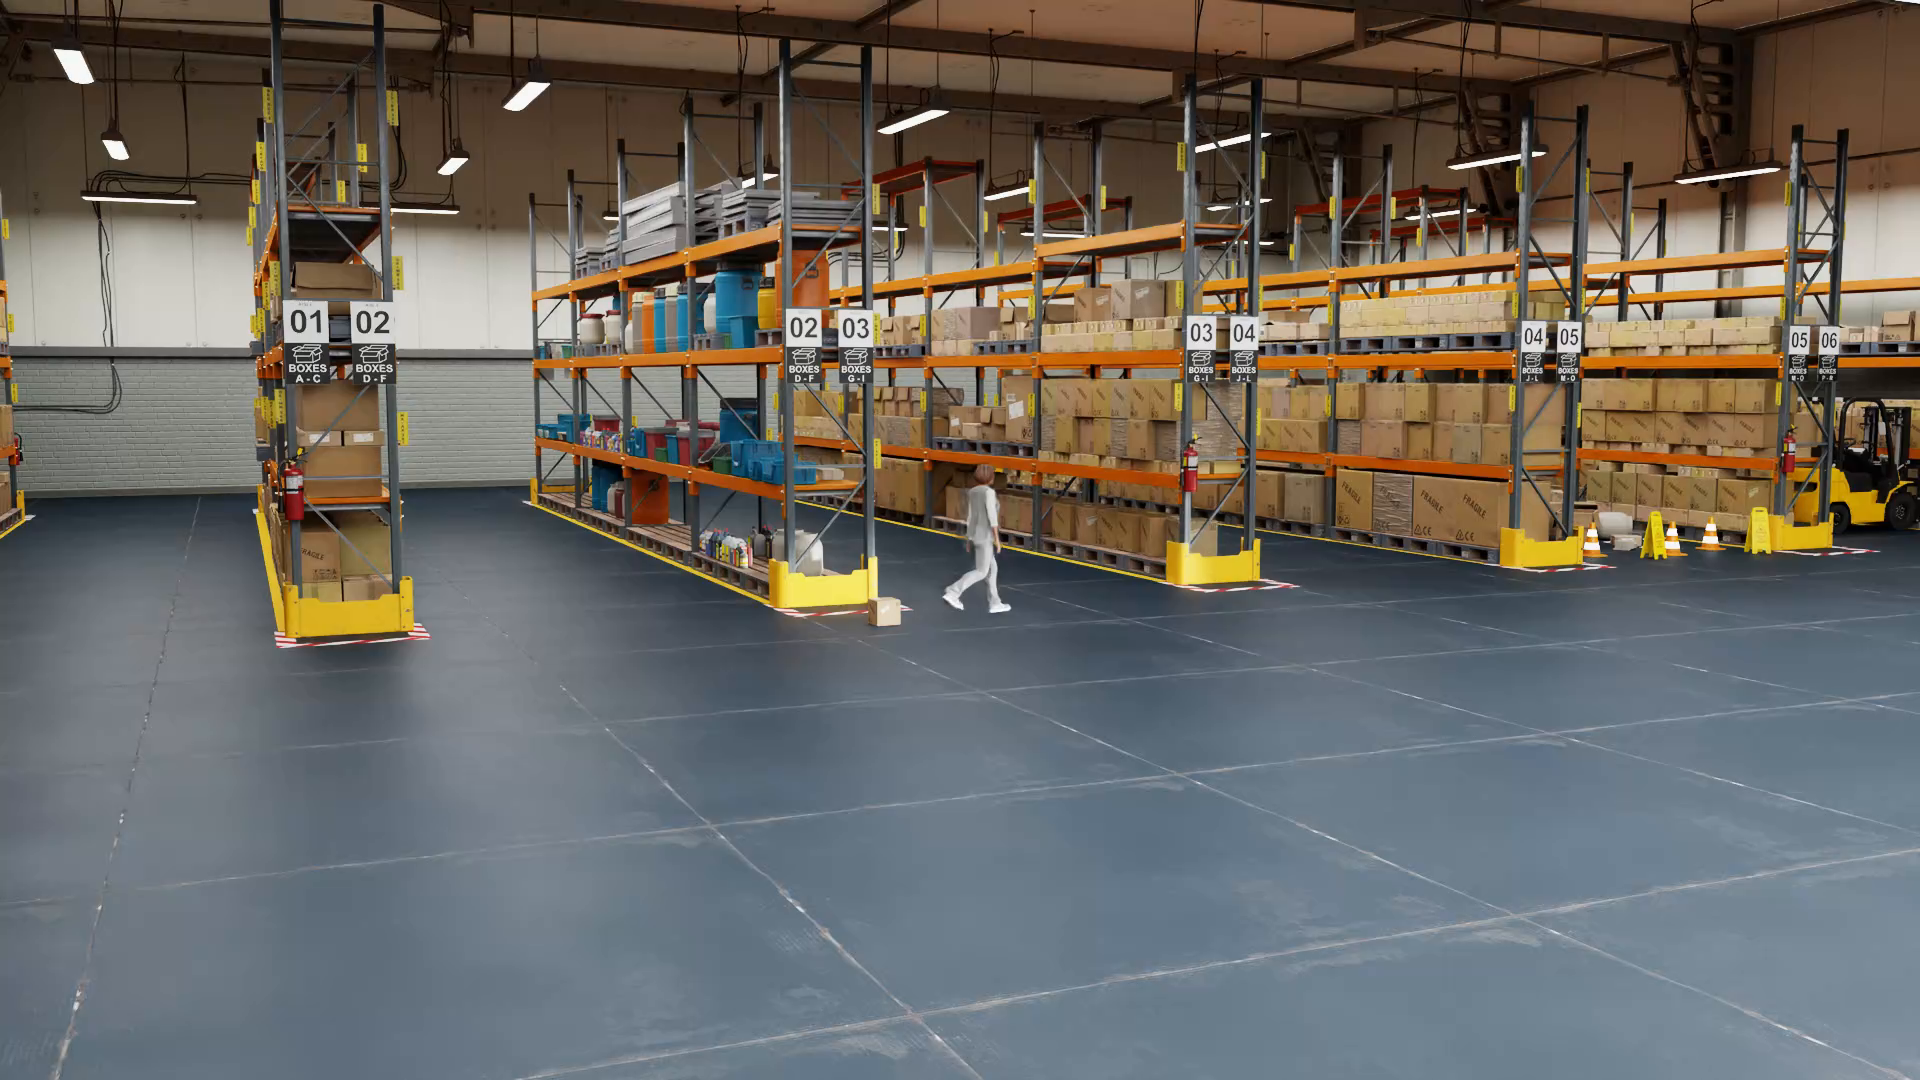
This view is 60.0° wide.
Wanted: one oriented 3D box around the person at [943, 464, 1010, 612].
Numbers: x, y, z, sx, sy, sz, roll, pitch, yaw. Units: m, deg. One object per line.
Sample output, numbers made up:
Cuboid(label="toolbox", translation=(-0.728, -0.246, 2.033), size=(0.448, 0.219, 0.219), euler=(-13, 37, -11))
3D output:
Cuboid(label="person", translation=(0.188, -0.005, 17.198), size=(0.864, 1.558, 0.427), euler=(-3, 6, -30))
